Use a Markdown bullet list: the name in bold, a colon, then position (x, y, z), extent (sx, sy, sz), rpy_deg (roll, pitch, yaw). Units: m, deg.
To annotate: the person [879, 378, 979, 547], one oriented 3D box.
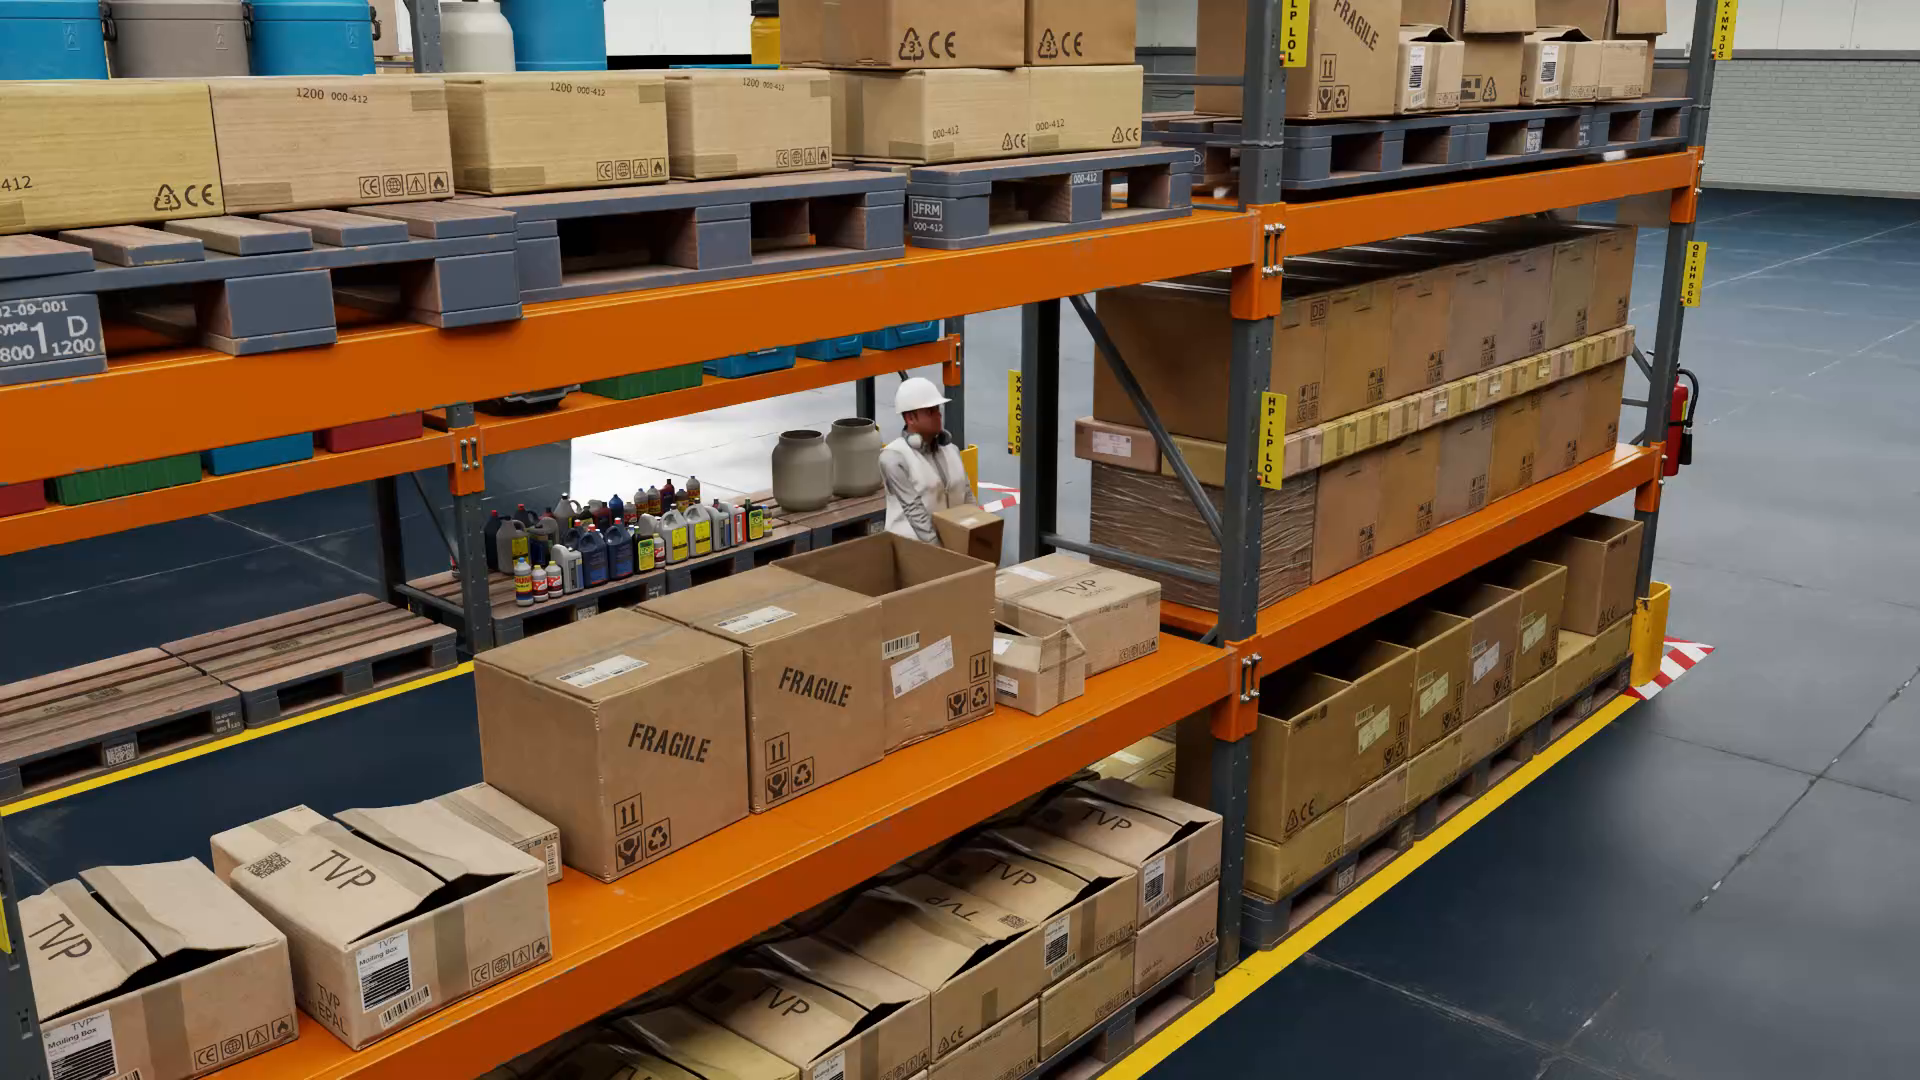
- **person**: position (-0.091, 0.091, 8.209), extent (0.556, 1.764, 0.494), rpy_deg (15, 22, 41)
